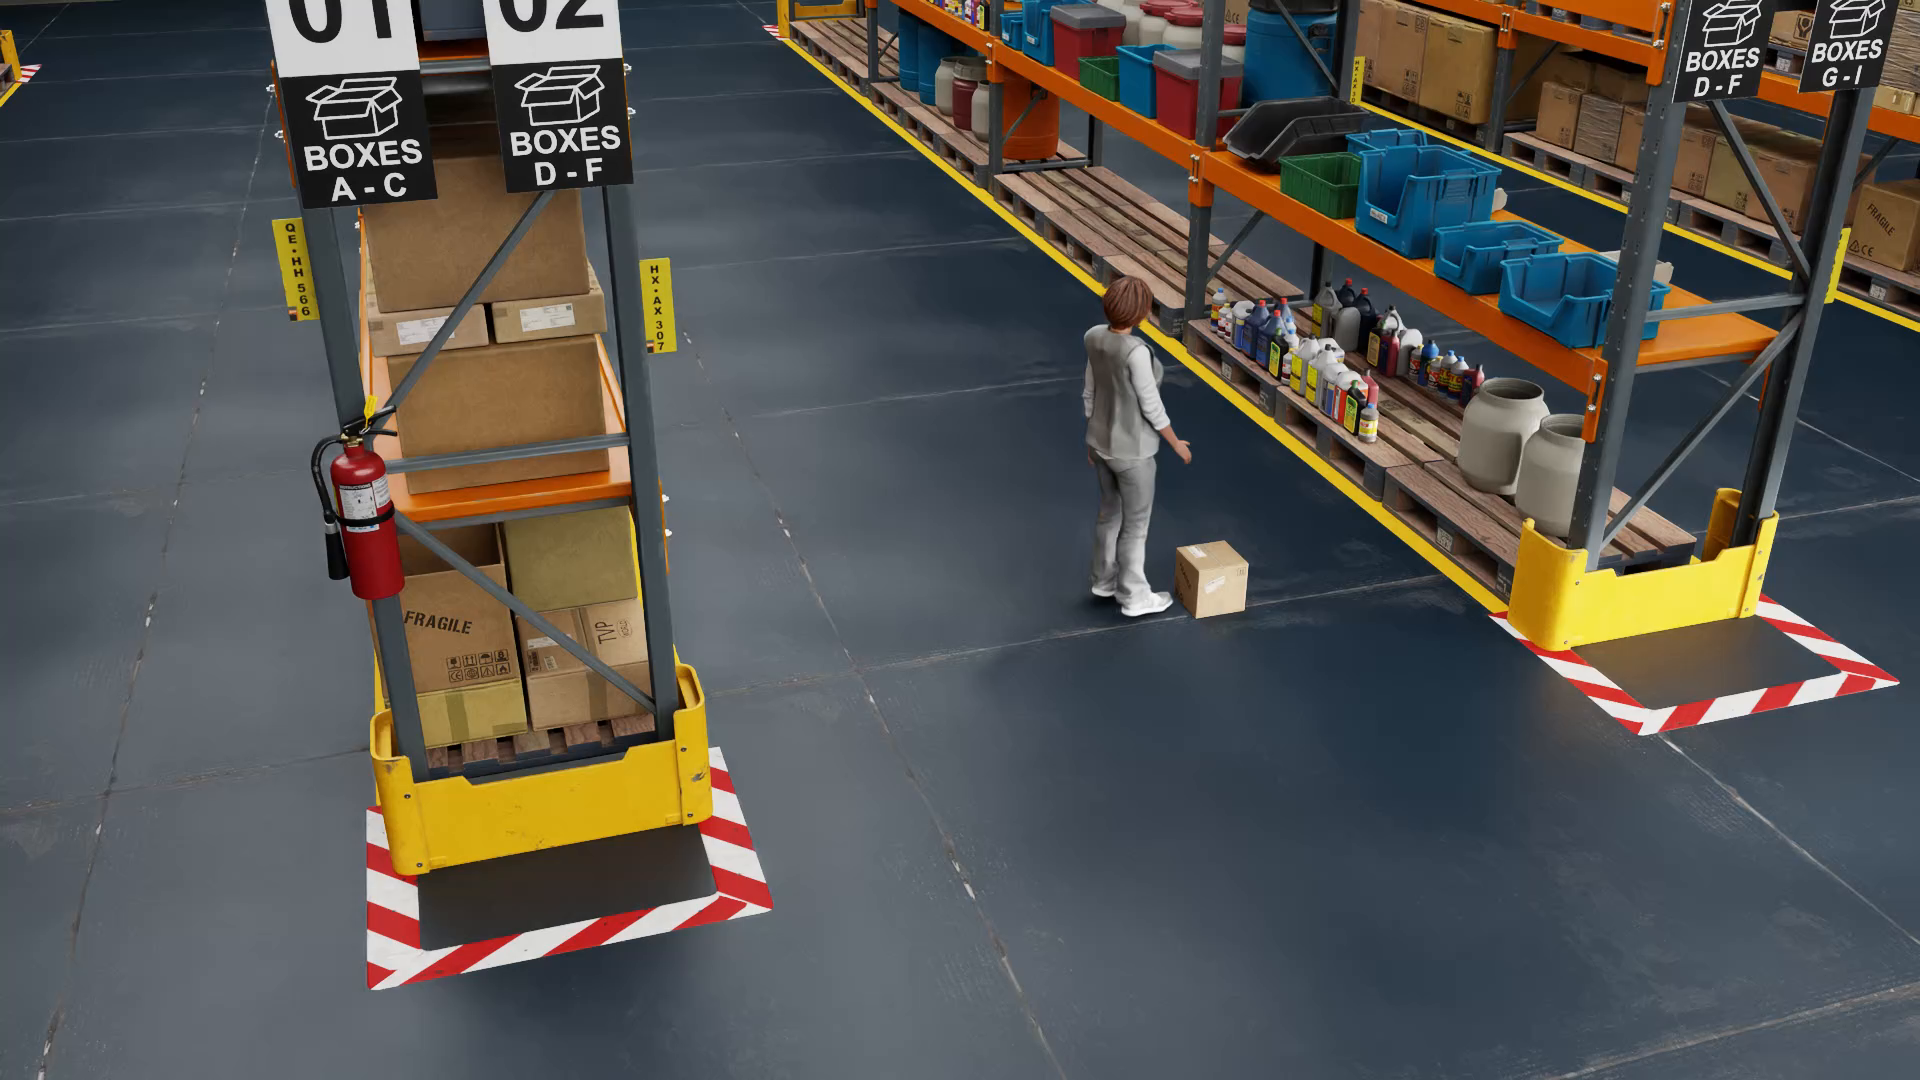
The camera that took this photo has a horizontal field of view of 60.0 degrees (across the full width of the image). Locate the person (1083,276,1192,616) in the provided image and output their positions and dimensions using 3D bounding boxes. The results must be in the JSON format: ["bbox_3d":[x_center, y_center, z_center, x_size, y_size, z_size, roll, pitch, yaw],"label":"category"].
[{"bbox_3d":[0.771,-0.402,7.405,0.413,1.621,0.431,-14,30,-26],"label":"person"}]
